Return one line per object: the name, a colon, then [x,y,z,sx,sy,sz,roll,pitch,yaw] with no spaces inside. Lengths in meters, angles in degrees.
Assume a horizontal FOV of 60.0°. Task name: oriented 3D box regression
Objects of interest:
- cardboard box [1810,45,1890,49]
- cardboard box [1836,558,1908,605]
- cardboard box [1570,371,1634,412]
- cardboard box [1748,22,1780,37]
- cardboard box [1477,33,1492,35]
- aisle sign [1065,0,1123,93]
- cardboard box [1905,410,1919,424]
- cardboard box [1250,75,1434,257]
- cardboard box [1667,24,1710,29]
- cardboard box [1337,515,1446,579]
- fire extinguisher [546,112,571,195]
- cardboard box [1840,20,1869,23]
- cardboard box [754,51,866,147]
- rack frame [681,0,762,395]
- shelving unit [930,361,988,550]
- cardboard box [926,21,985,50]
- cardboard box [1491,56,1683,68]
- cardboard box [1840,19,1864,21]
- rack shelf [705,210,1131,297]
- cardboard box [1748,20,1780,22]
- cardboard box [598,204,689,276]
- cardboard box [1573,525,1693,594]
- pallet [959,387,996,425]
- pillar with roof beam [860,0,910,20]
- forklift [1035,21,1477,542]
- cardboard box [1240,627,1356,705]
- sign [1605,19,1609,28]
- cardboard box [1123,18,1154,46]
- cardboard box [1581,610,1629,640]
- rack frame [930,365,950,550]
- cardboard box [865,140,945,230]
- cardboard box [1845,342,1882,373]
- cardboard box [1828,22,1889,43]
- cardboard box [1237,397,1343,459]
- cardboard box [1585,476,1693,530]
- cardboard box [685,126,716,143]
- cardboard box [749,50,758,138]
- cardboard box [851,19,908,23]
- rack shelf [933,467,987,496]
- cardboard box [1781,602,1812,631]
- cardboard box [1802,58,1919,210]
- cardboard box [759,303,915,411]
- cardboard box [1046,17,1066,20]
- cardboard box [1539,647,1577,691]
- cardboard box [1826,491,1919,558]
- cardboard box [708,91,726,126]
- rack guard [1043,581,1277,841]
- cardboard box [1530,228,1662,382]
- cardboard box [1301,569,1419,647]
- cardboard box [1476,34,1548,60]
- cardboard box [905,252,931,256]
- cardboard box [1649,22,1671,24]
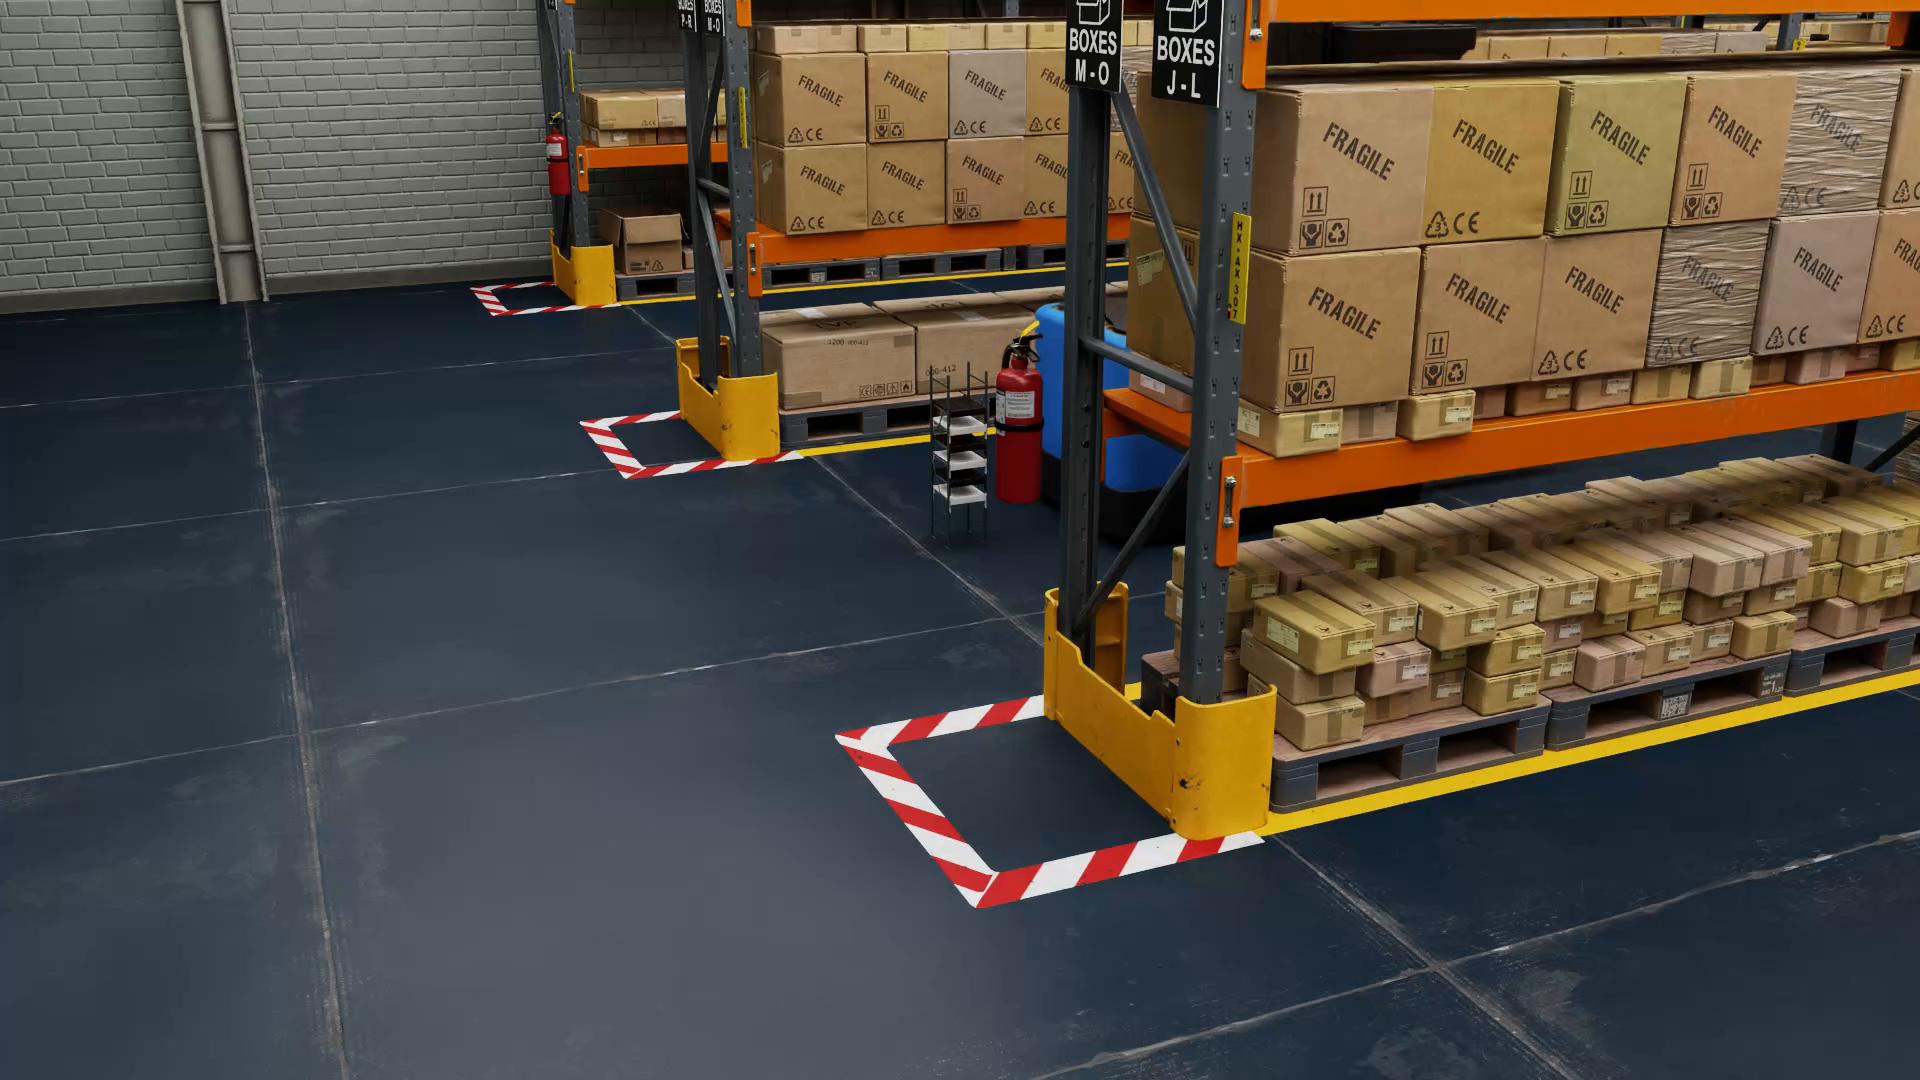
cardboard box: [6.901,-3.573,12.922,0.500,0.500,0.500,-7,21,-19]
cardboard box: [3.656,0.119,6.879,0.250,0.149,0.380,-9,21,-24]
cardboard box: [2.222,-0.597,6.078,0.250,0.149,0.380,-9,21,-23]
cardboard box: [9.186,-5.806,18.920,0.250,0.149,0.380,-8,21,-22]
cardboard box: [3.504,-3.387,11.969,0.500,0.500,0.500,-7,21,-20]
aisle sign: [0.443,-1.887,5.452,0.004,0.787,0.394,-8,21,-22]
cardboard box: [4.885,-0.653,7.863,0.500,0.250,0.500,-9,21,-23]
cardboard box: [1.146,-1.216,5.357,0.500,0.500,0.500,-8,21,-22]
cardboard box: [8.034,-5.612,18.370,0.250,0.149,0.380,-8,21,-21]
cardboard box: [1.718,0.037,6.666,0.250,0.149,0.380,-9,21,-24]
fire extinguisher: [-3.346,-3.216,13.817,0.183,0.674,0.296,-8,21,-22]
cardboard box: [10.350,-5.981,19.417,0.250,0.149,0.380,-8,21,-22]
cardboard box: [-0.871,-2.571,9.650,0.500,0.500,0.500,-9,21,-23]
rack frame: [-1.425,-2.076,9.900,0.127,3.000,1.000,-8,21,-22]
shelving unit: [-0.007,-0.423,8.370,0.210,0.900,0.258,-8,21,-22]
cardboard box: [-0.038,-3.009,9.918,0.250,0.149,0.380,-8,21,-21]
cardboard box: [2.374,-1.583,6.397,0.500,0.500,0.500,-9,21,-24]
cardboard box: [10.635,-6.192,20.016,0.250,0.149,0.380,-7,21,-20]
rack shelf: [0.412,-1.999,10.767,4.000,0.370,1.077,-8,21,-22]
cardboard box: [9.472,-6.013,19.508,0.250,0.149,0.380,-8,21,-22]
cardboard box: [-2.795,-2.661,14.689,0.637,0.503,0.797,-9,21,-24]
cardboard box: [2.638,0.080,6.543,0.250,0.149,0.380,-8,21,-22]
pallet: [0.397,-1.048,11.182,1.213,0.211,1.003,-8,21,-22]
pillar with roof beam: [0.987,-5.815,11.488,0.400,9.000,9.100,-8,21,-22]
forklift: [1.948,-1.682,8.886,3.031,2.935,1.130,-9,21,-23]
cardboard box: [1.211,0.436,5.979,0.250,0.149,0.380,-7,21,-20]
sign: [7.403,-5.782,19.004,0.005,0.325,0.100,-8,21,-22]
cardboard box: [1.132,-3.175,10.390,0.250,0.149,0.380,-8,21,-22]
cardboard box: [2.392,0.246,6.521,0.250,0.149,0.380,-7,21,-19]
rack frame: [-0.101,-0.410,8.332,0.006,0.900,0.240,-8,21,-22]
cardboard box: [-0.417,-2.173,10.027,0.500,0.500,0.500,-8,21,-23]
cardboard box: [3.406,-0.781,6.602,0.250,0.149,0.380,-9,21,-23]
cardboard box: [7.311,-4.121,13.501,0.250,0.149,0.380,-9,21,-25]
cardboard box: [1.056,-0.403,5.530,0.250,0.149,0.380,-8,21,-22]
cardboard box: [2.918,-0.141,7.171,0.250,0.149,0.380,-8,21,-21]
cardboard box: [-2.285,-3.537,14.429,0.250,0.149,0.380,-7,21,-20]
cardboard box: [-1.076,-2.730,10.104,0.500,0.500,0.500,-7,21,-20]
cardboard box: [-0.500,-3.129,10.261,0.250,0.149,0.380,-8,21,-21]
rack shelf: [-0.007,-0.307,8.411,0.200,0.077,0.258,-8,21,-22]
cardboard box: [3.298,0.257,6.935,0.250,0.149,0.380,-9,21,-23]
cardboard box: [3.504,-1.551,6.306,0.500,0.500,0.500,-9,21,-24]
cardboard box: [-0.858,-1.182,10.589,0.875,0.438,0.875,-9,21,-24]
cardboard box: [0.702,-3.281,10.690,0.250,0.149,0.380,-8,21,-22]
cardboard box: [2.144,0.439,6.419,0.250,0.149,0.380,-8,21,-22]
cardboard box: [3.859,-0.068,6.962,0.250,0.149,0.380,-8,21,-21]
cardboard box: [-1.944,-3.770,14.490,0.500,0.250,0.500,-9,21,-23]
rack guard: [0.699,0.590,6.094,0.348,0.500,1.175,-8,21,-22]
cardboard box: [2.087,-0.880,5.907,0.500,0.500,0.500,-8,21,-21]
cardboard box: [1.450,0.248,6.064,0.250,0.149,0.380,-8,21,-21]
cardboard box: [3.684,-3.231,11.527,0.500,0.500,0.500,-9,21,-23]
cardboard box: [-0.445,-2.814,15.481,0.258,0.266,0.396,-7,21,-20]
cardboard box: [8.044,-5.815,18.946,0.250,0.149,0.380,-9,21,-23]
